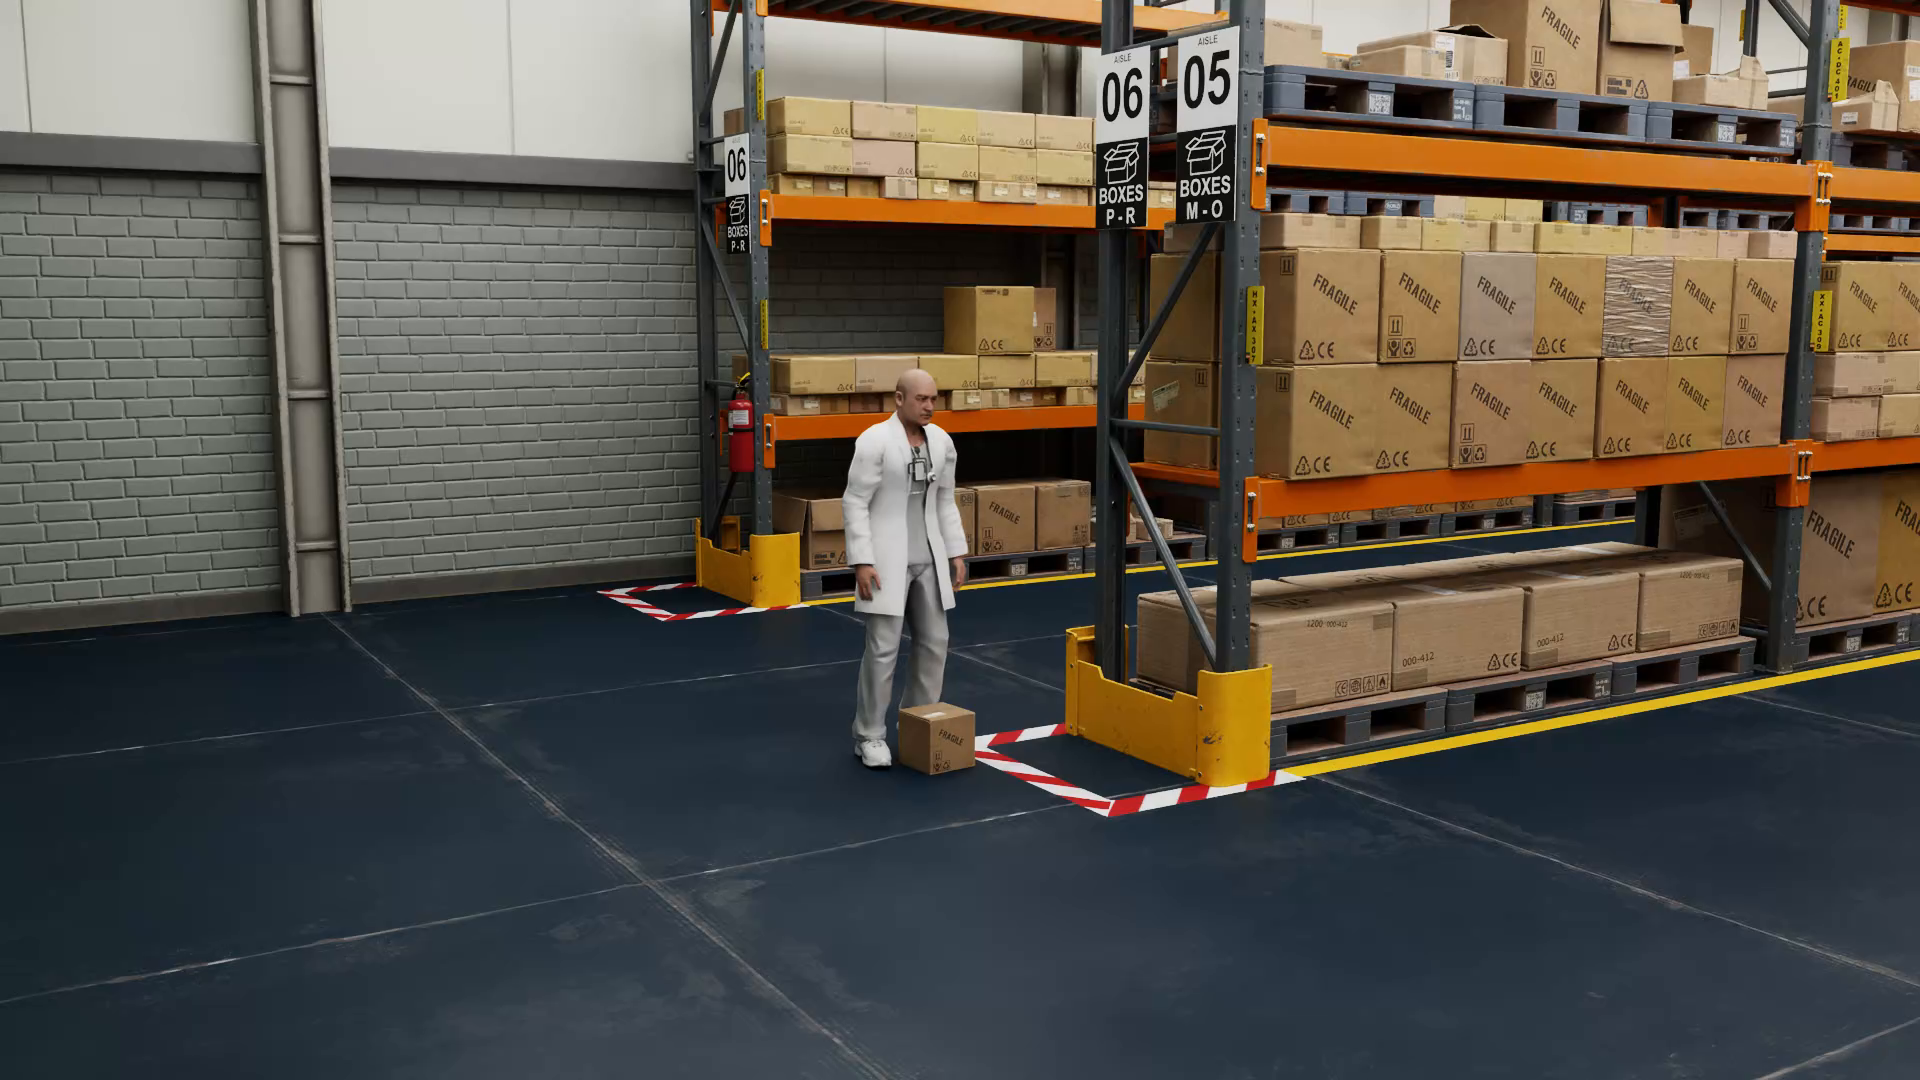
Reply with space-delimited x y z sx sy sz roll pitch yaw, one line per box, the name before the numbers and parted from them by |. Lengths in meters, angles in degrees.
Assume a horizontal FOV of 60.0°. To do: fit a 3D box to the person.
person | -0.242 0.109 7.596 0.656 1.774 0.417 -6 10 -37
